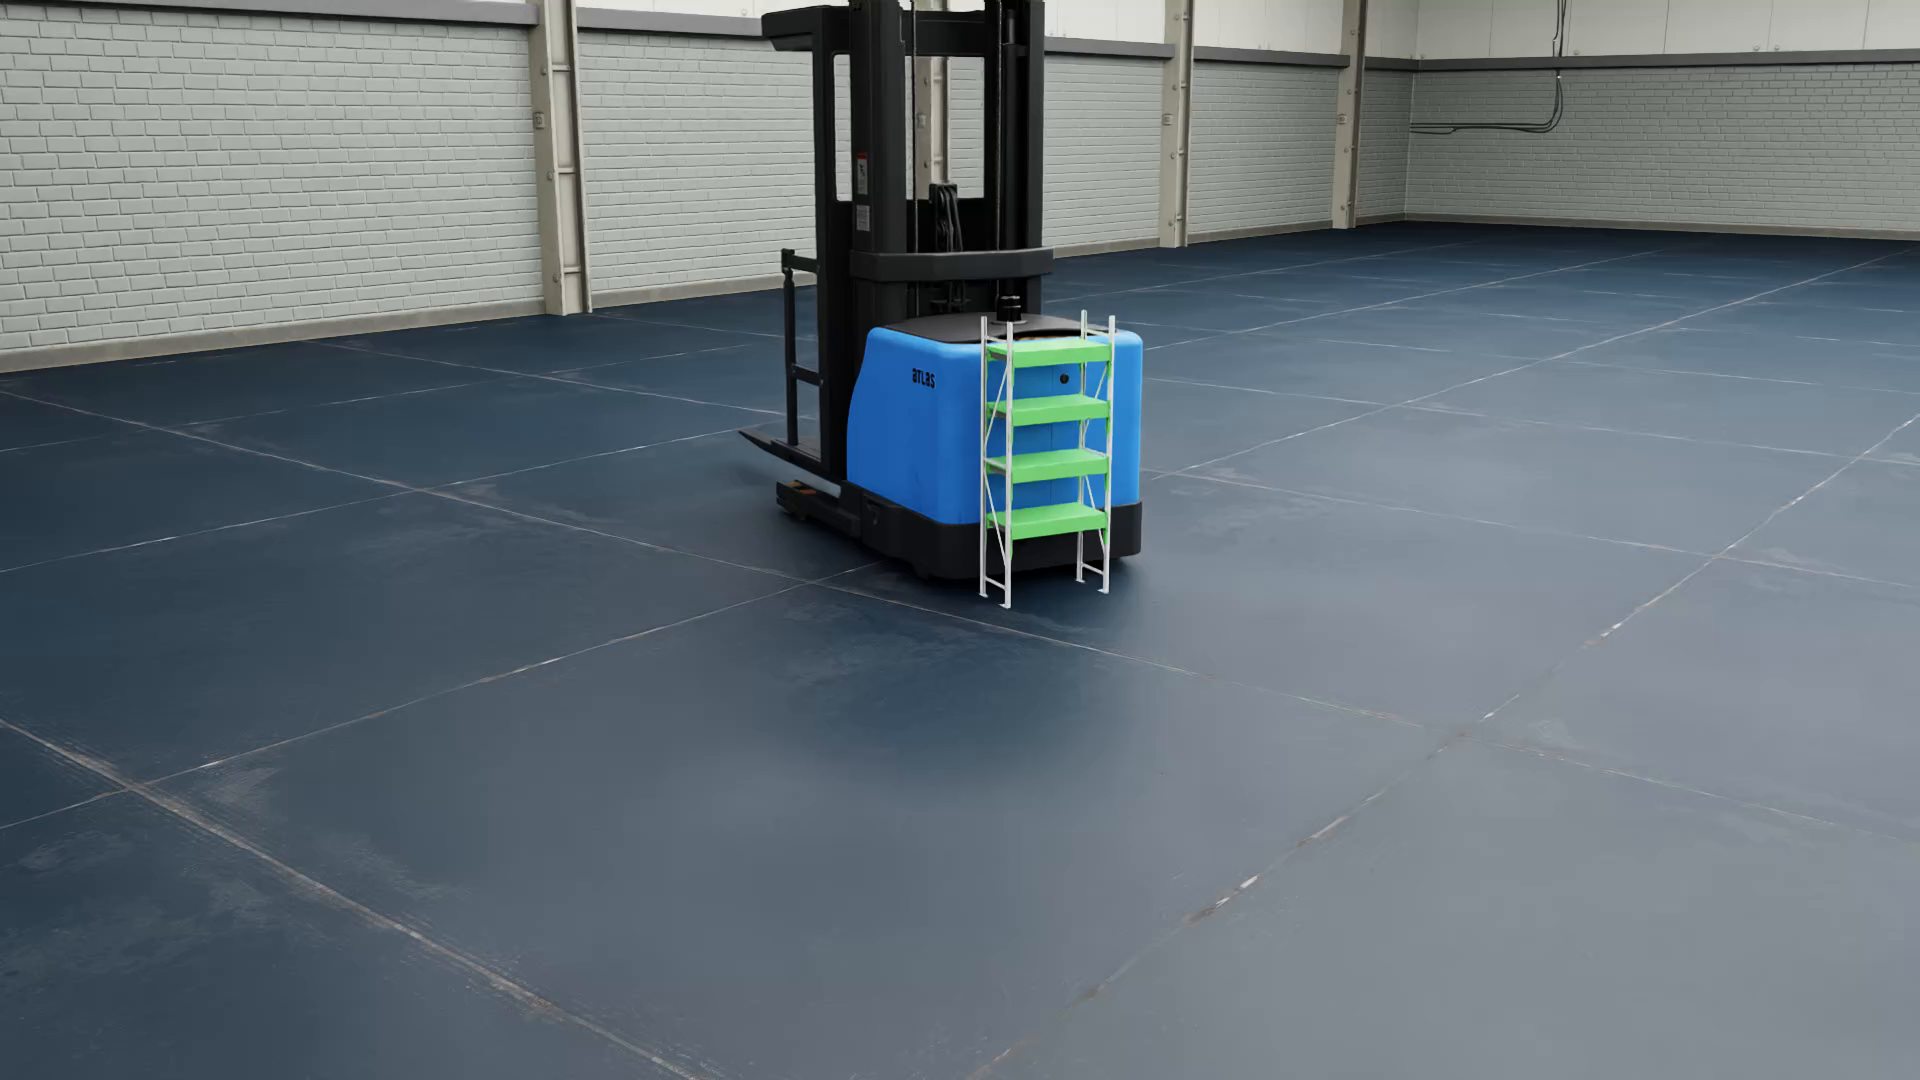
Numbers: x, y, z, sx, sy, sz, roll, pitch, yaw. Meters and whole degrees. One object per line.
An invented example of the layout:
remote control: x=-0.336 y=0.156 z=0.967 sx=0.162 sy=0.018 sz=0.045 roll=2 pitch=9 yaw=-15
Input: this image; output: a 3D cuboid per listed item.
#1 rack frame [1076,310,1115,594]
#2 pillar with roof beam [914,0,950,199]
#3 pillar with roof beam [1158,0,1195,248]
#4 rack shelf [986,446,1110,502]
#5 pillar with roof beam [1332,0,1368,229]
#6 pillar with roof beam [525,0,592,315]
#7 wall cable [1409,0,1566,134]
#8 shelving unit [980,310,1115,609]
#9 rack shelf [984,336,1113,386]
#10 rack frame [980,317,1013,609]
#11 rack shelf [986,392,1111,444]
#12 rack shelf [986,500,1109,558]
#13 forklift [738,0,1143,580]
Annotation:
rack frame: x=0.581 y=-0.374 z=7.159 sx=0.015 sy=1.200 sz=0.240 roll=-7 pitch=16 yaw=-27
pillar with roof beam: x=2.982 y=-7.246 z=18.369 sx=9.100 sy=9.000 sz=0.400 roll=11 pitch=18 yaw=38
pillar with roof beam: x=6.753 y=-8.395 z=22.892 sx=9.100 sy=9.000 sz=0.400 roll=11 pitch=18 yaw=38
rack shelf: x=0.366 y=-0.284 z=7.064 sx=0.480 sy=0.148 sz=0.258 roll=-7 pitch=16 yaw=-27
pillar with roof beam: x=10.524 y=-9.544 z=27.415 sx=9.100 sy=9.000 sz=0.400 roll=11 pitch=18 yaw=38
pillar with roof beam: x=-0.789 y=-6.097 z=13.846 sx=9.100 sy=9.000 sz=0.400 roll=11 pitch=18 yaw=38
wall cable: x=10.055 y=-9.065 z=31.835 sx=3.097 sy=2.526 sz=0.112 roll=11 pitch=18 yaw=38
shelving unit: x=0.366 y=-0.346 z=7.049 sx=0.503 sy=1.200 sz=0.258 roll=-7 pitch=16 yaw=-27
rack shelf: x=0.366 y=-0.750 z=6.946 sx=0.480 sy=0.148 sz=0.258 roll=-7 pitch=16 yaw=-27
rack frame: x=0.150 y=-0.318 z=6.938 sx=0.015 sy=1.200 sz=0.240 roll=-7 pitch=16 yaw=-27
rack shelf: x=0.366 y=-0.517 z=7.005 sx=0.480 sy=0.148 sz=0.258 roll=-7 pitch=16 yaw=-27
rack shelf: x=0.365 y=-0.052 z=7.124 sx=0.480 sy=0.148 sz=0.258 roll=-7 pitch=16 yaw=-27
forklift: x=-0.301 y=-1.562 z=8.317 sx=1.130 sy=2.935 sz=3.031 roll=-7 pitch=16 yaw=-27
